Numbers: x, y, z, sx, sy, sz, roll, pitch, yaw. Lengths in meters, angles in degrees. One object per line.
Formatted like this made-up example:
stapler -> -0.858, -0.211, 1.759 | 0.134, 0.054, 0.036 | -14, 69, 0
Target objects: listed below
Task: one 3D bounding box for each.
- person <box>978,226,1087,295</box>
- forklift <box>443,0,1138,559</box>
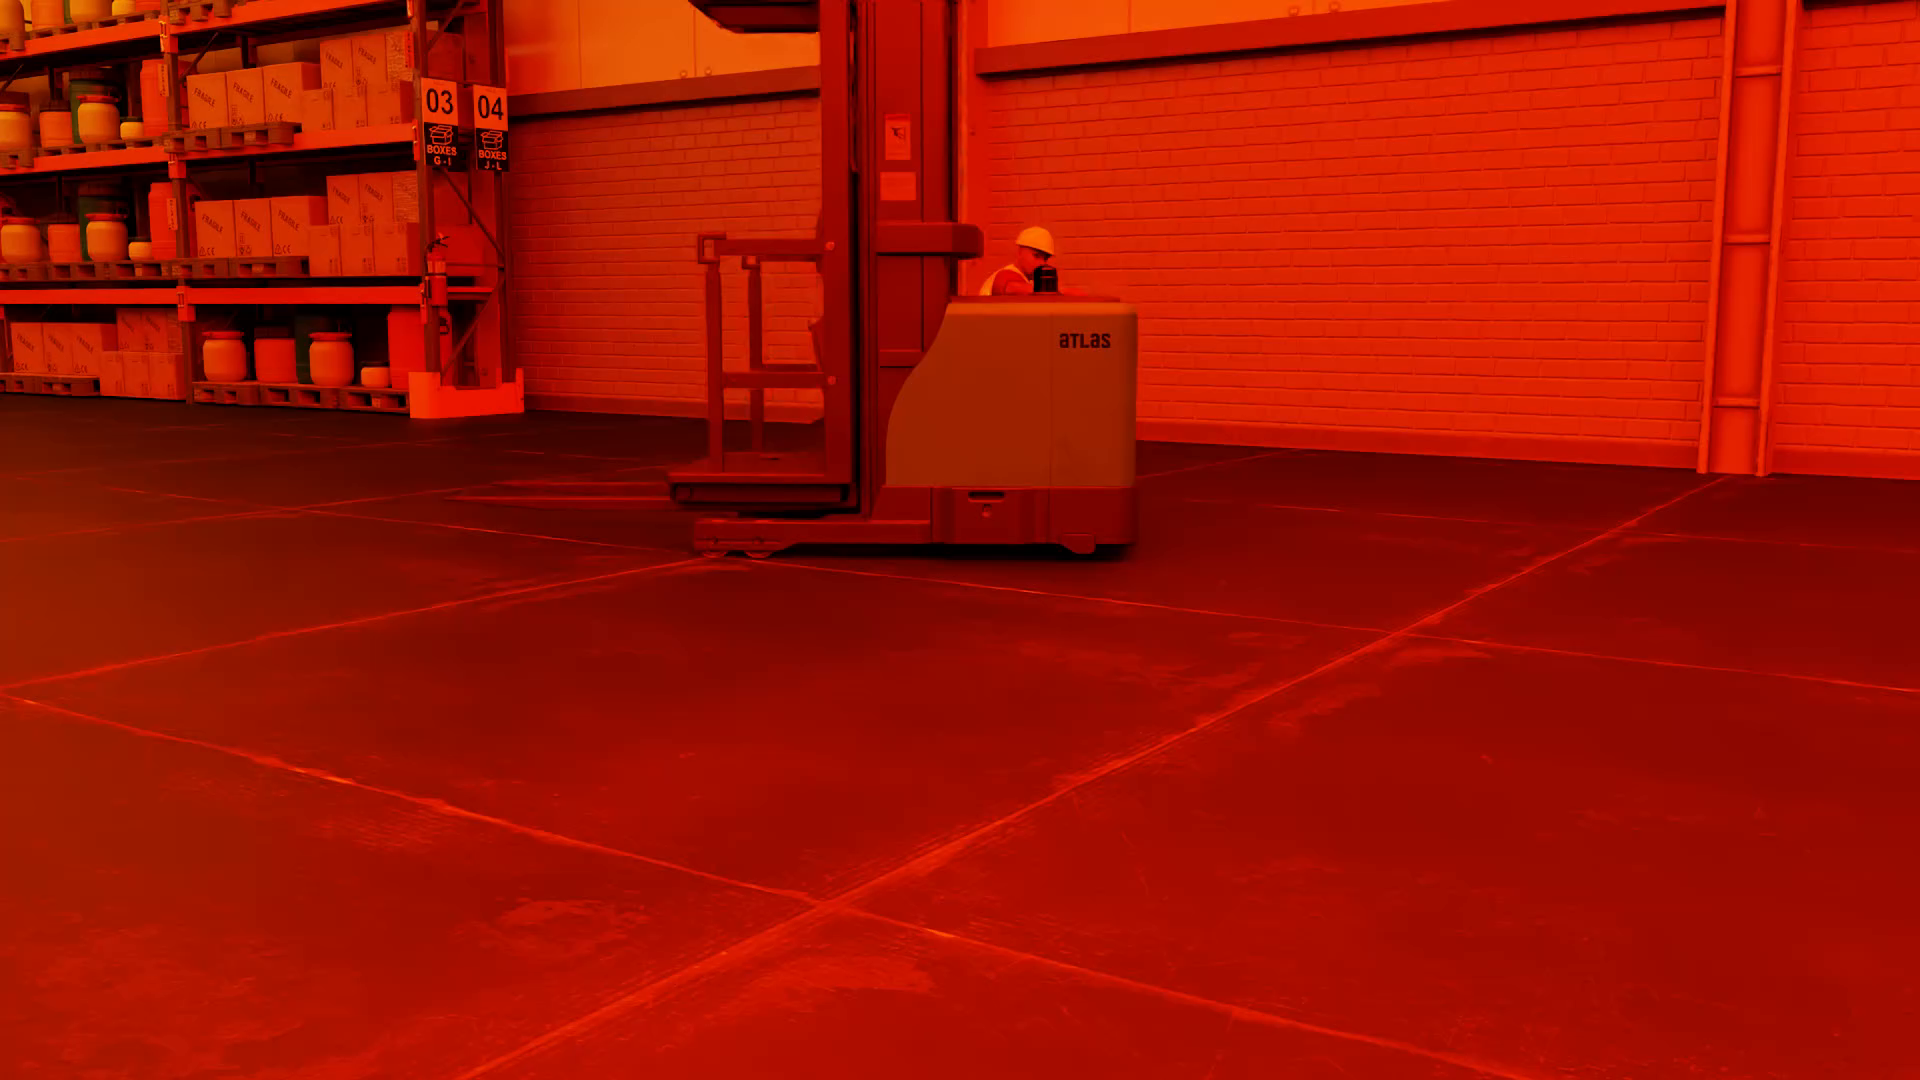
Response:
person -> 0.493, -0.988, 9.292 | 1.155, 1.518, 0.911 | -6, 10, -36
forklift -> -0.737, -1.446, 7.359 | 3.031, 2.935, 1.130 | 0, 8, 3
